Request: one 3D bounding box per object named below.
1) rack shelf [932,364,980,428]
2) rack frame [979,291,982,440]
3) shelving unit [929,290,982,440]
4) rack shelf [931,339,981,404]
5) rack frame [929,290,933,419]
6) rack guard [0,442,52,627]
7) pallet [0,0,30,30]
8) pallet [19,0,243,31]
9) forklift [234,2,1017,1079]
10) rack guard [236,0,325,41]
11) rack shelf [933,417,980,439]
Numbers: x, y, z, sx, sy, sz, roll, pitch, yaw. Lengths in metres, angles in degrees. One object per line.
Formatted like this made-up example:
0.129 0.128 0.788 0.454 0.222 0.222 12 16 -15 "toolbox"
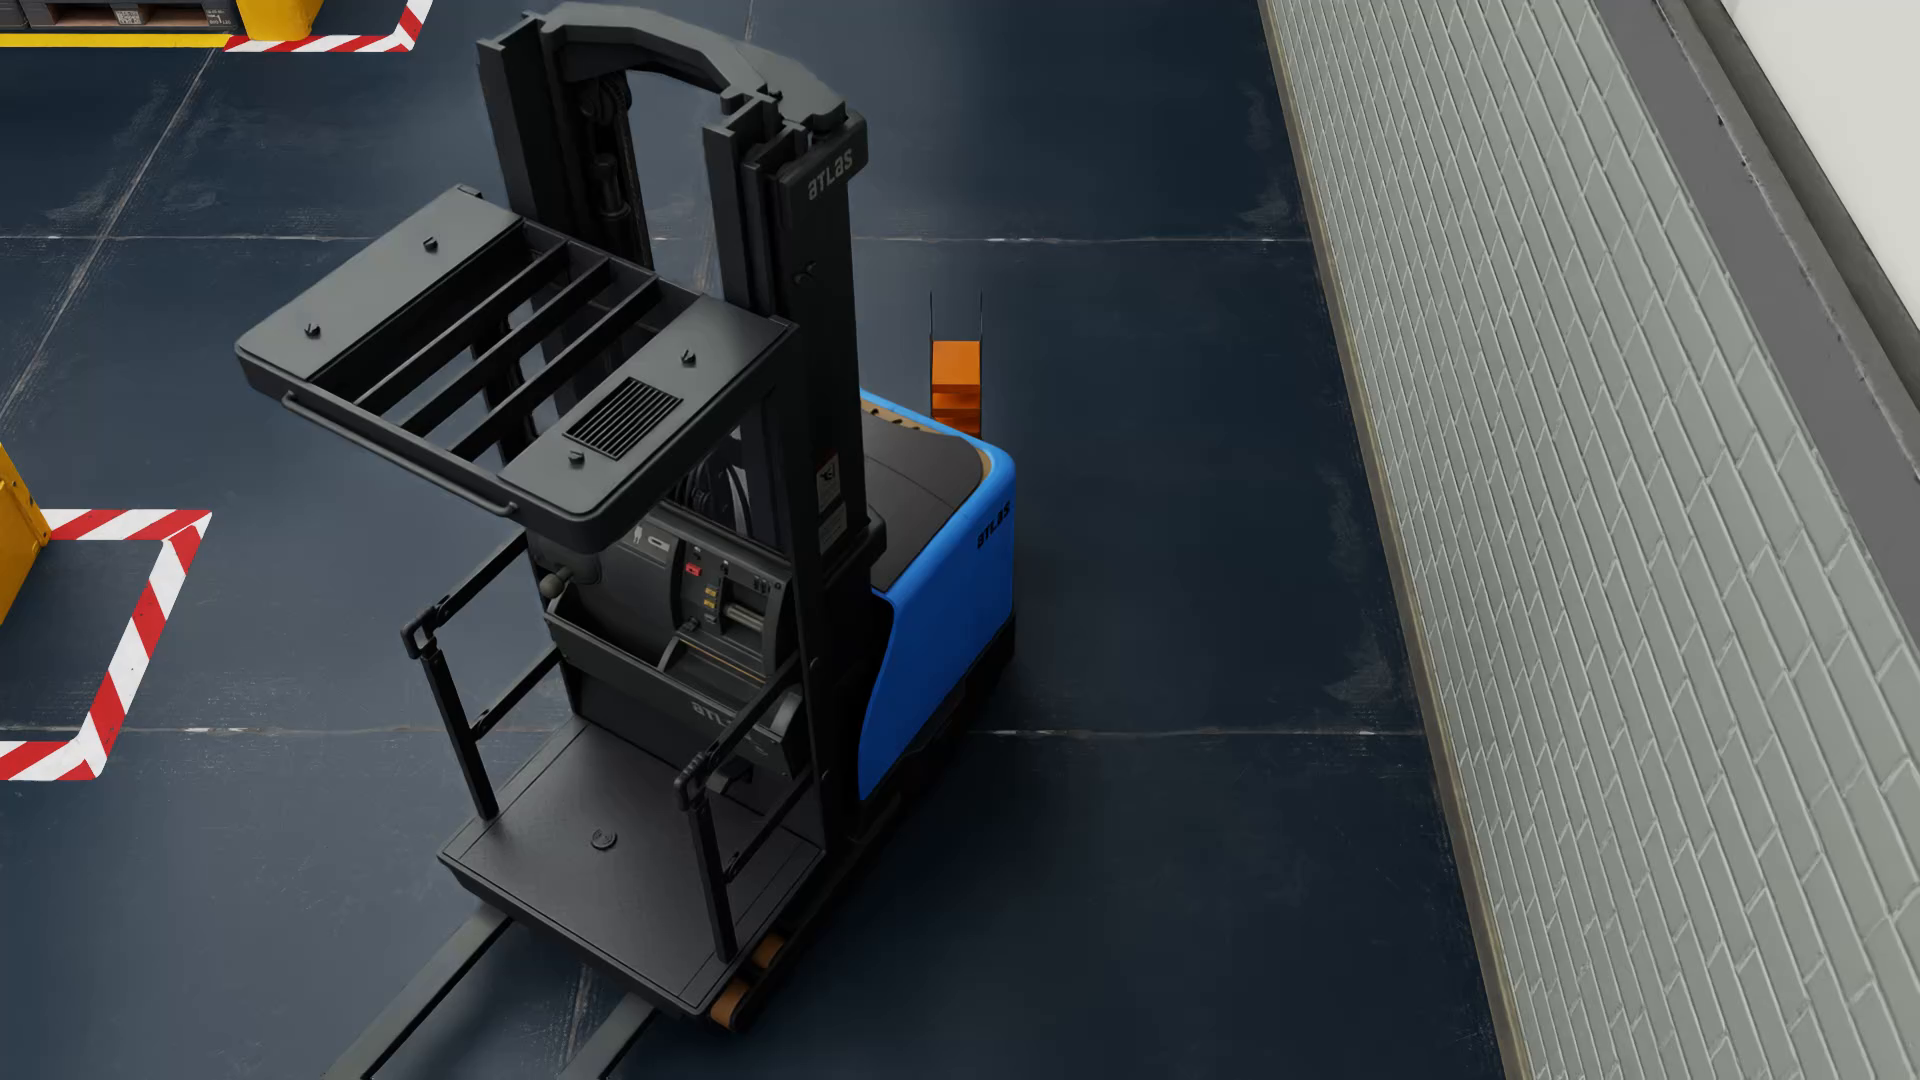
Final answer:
-0.014 -0.542 6.248 0.180 0.103 0.258 0 47 0 "rack shelf"
0.077 -0.409 6.391 0.006 1.200 0.240 0 47 0 "rack frame"
-0.014 -0.409 6.392 0.189 1.200 0.258 0 47 0 "shelving unit"
-0.014 -0.624 6.161 0.180 0.103 0.258 0 47 0 "rack shelf"
-0.106 -0.409 6.392 0.006 1.200 0.240 0 47 0 "rack frame"
-3.917 0.193 6.309 0.348 0.500 1.175 0 47 0 "rack guard"
-5.964 -3.370 9.823 1.213 0.211 1.003 0 47 0 "pallet"
-4.747 -3.364 9.818 1.213 0.211 1.003 0 47 0 "pallet"
-0.997 0.176 4.665 1.130 2.935 3.031 24 52 21 "forklift"
-3.898 -3.442 9.693 0.348 0.500 1.175 0 47 0 "rack guard"
-0.014 -0.460 6.336 0.180 0.103 0.258 0 47 0 "rack shelf"
